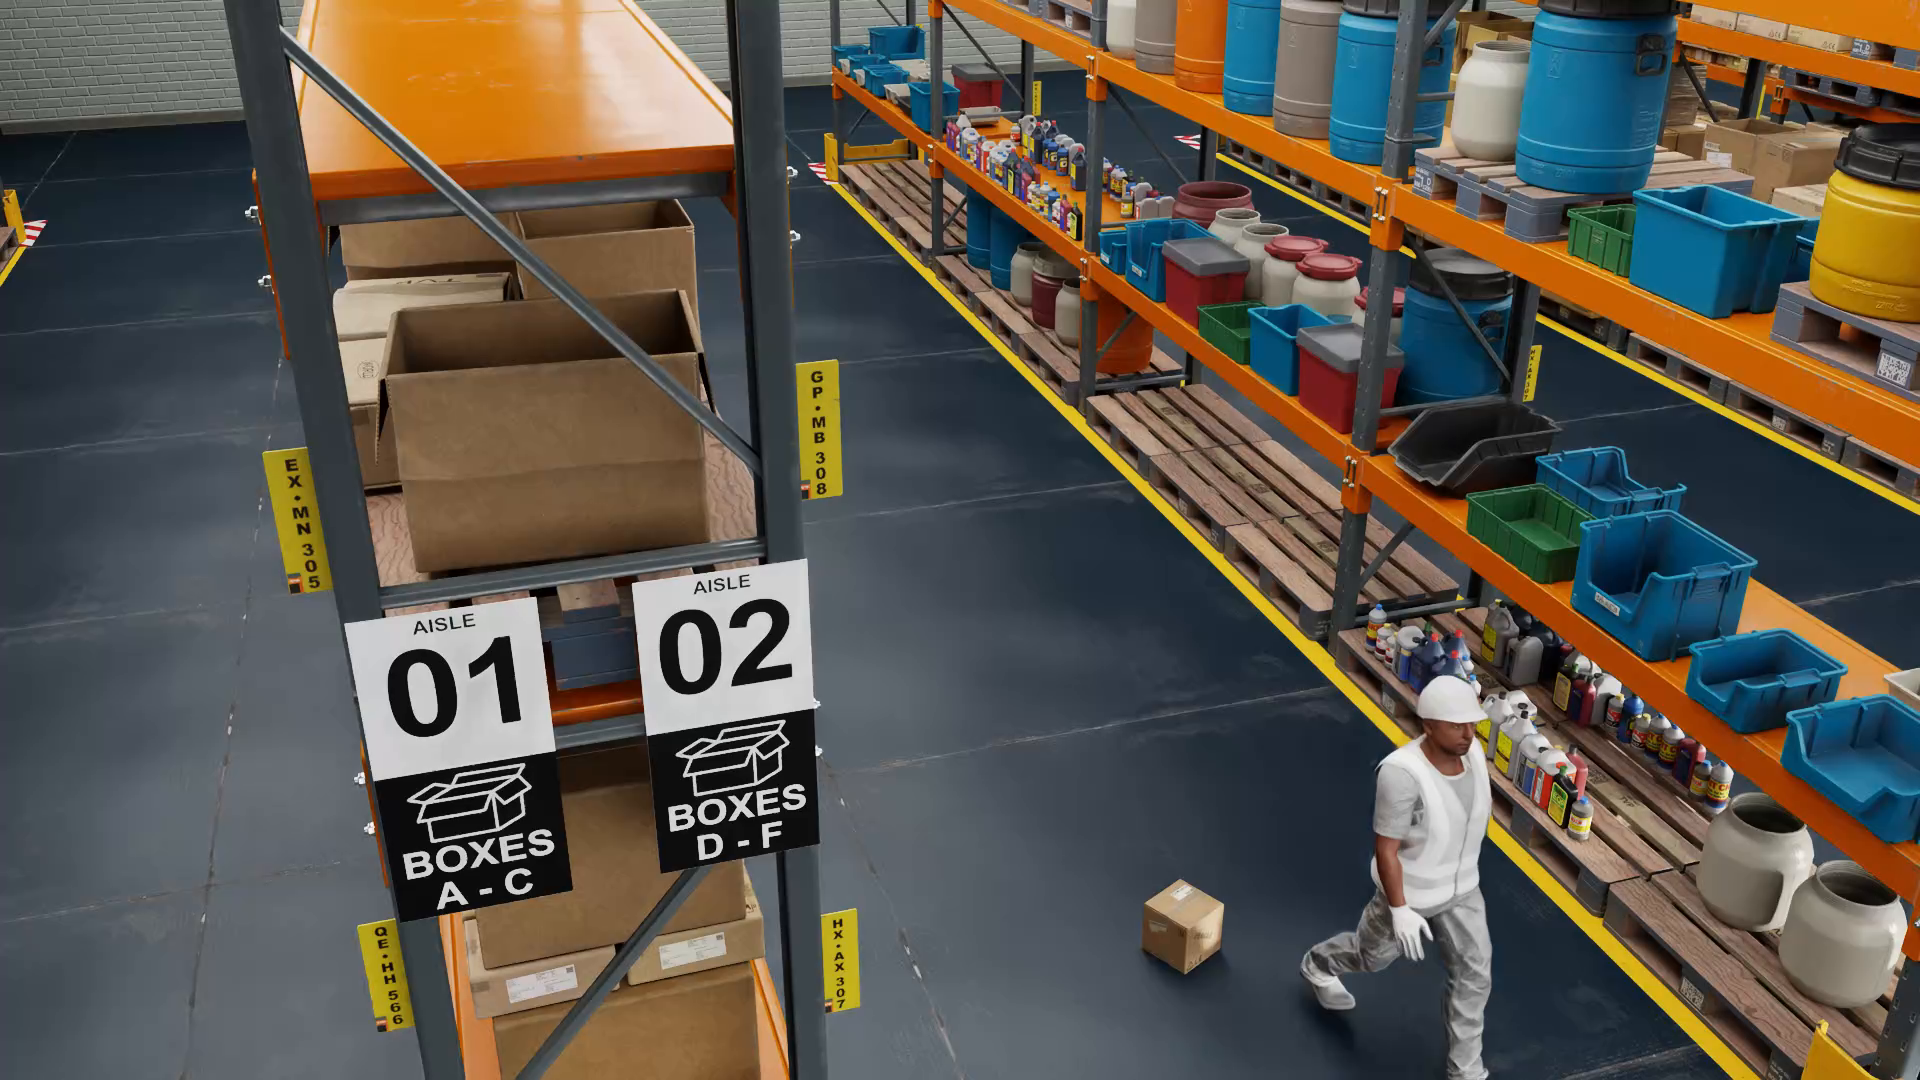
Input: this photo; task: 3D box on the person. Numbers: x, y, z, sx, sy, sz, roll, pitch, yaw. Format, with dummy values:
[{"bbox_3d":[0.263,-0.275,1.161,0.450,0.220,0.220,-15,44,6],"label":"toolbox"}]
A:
[{"bbox_3d":[1.800,1.318,6.414,0.579,1.748,1.031,-14,29,-26],"label":"person"}]
